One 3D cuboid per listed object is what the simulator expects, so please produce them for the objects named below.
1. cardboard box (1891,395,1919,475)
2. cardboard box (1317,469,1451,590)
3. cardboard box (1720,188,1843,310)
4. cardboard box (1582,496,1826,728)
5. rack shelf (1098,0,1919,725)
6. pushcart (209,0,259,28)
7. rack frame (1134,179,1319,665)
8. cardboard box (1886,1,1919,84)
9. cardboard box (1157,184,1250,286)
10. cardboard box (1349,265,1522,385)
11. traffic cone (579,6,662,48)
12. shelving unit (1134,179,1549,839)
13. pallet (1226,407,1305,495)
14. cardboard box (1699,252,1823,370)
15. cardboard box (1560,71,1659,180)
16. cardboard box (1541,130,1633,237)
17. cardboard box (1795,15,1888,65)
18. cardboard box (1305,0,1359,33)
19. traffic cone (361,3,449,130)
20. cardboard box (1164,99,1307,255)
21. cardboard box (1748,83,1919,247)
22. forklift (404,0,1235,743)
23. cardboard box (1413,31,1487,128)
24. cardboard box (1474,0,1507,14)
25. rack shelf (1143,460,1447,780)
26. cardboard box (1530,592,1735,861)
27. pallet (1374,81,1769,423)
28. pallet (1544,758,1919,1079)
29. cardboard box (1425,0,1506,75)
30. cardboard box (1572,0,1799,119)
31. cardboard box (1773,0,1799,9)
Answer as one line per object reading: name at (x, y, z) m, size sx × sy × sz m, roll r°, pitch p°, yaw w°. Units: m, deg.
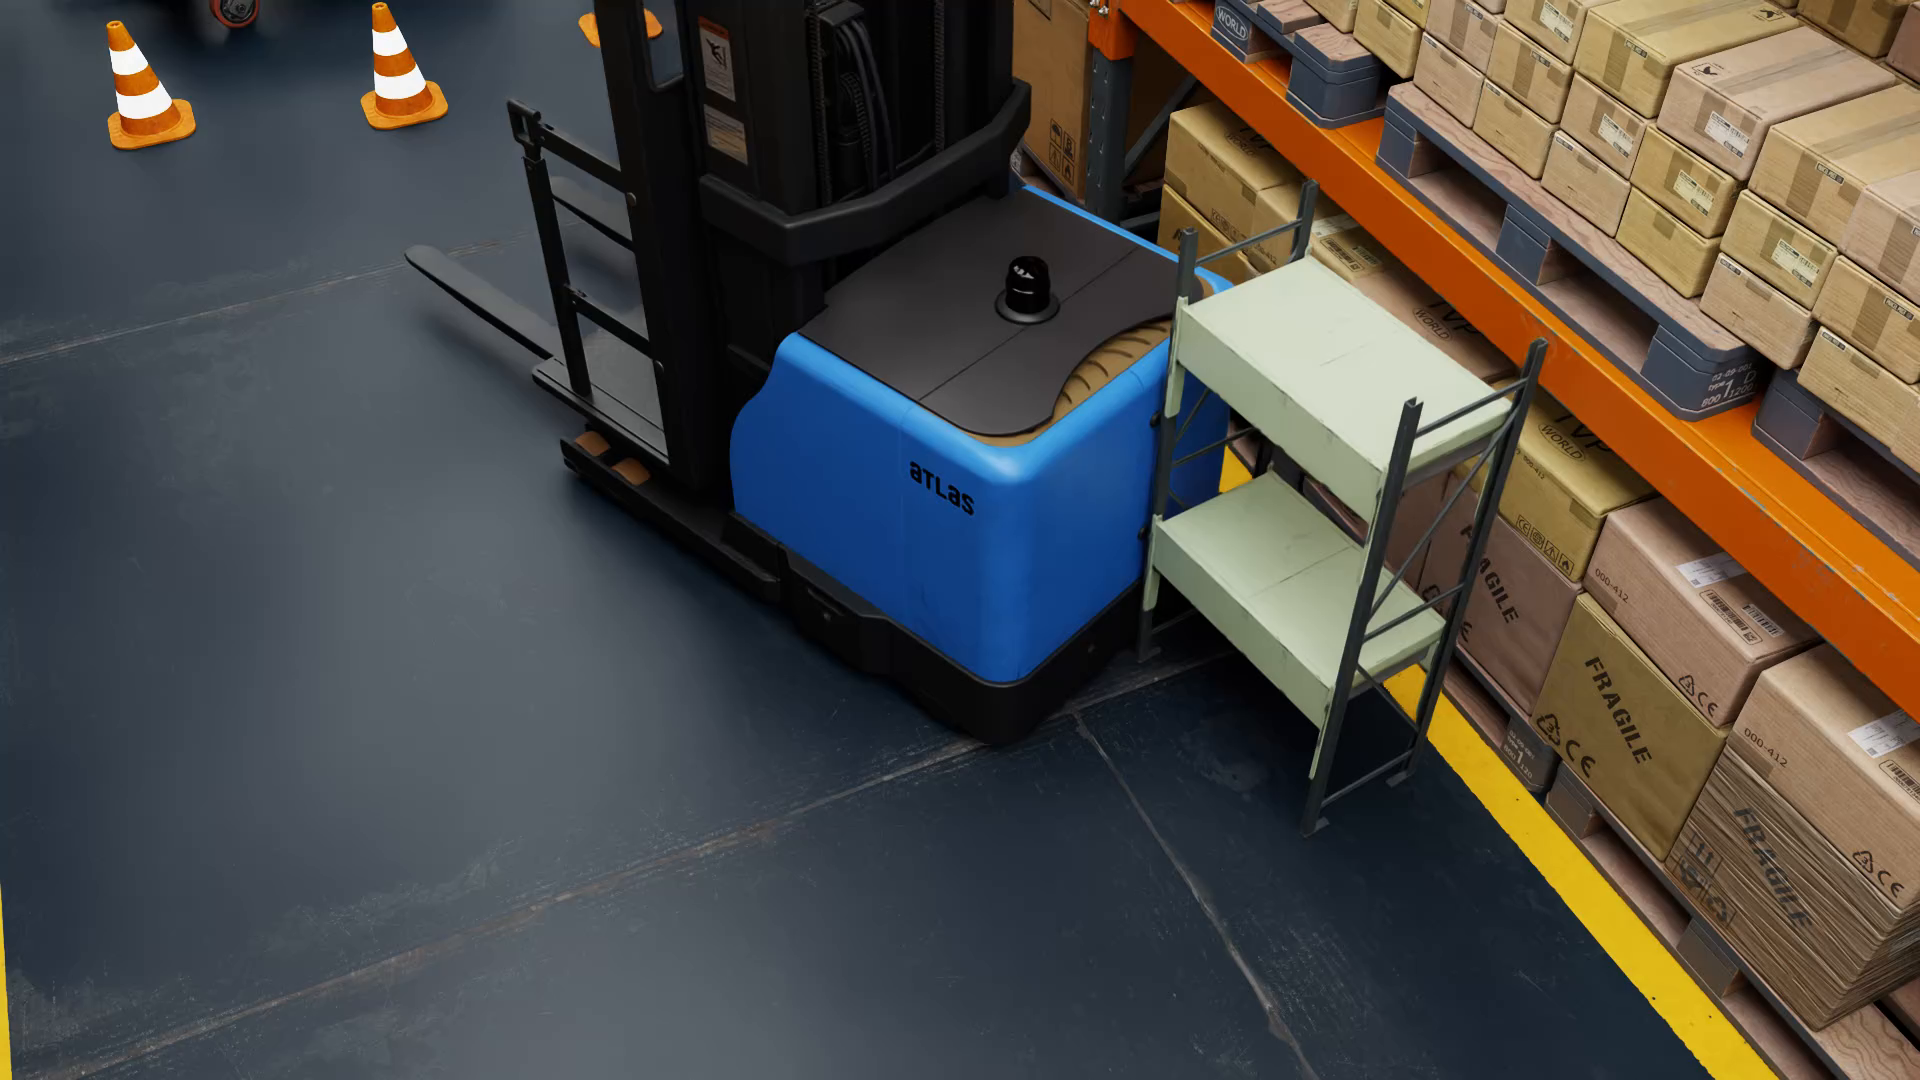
cardboard box at (2.050, -0.203, 3.200) m, size 0.380 × 0.149 × 0.250 m, roll -18°, pitch 47°, yaw -18°
cardboard box at (1.428, -0.261, 4.859) m, size 0.500 × 0.500 × 0.500 m, roll -19°, pitch 48°, yaw -18°
cardboard box at (1.822, -0.650, 3.441) m, size 0.380 × 0.149 × 0.250 m, roll -20°, pitch 48°, yaw -19°
cardboard box at (1.863, 0.119, 3.941) m, size 0.500 × 0.250 × 0.500 m, roll -16°, pitch 47°, yaw -16°
rack shelf at (1.769, -0.642, 4.277) m, size 1.077 × 0.370 × 4.000 m, roll -18°, pitch 47°, yaw -17°
pushcart at (-3.155, -2.967, 7.988) m, size 1.648 × 0.377 × 0.936 m, roll -35°, pitch 54°, yaw -30°
rack frame at (0.686, -0.251, 4.436) m, size 0.400 × 1.500 × 0.023 m, roll -24°, pitch 50°, yaw -23°
cardboard box at (2.317, -1.106, 3.691) m, size 0.380 × 0.149 × 0.250 m, roll -16°, pitch 47°, yaw -16°
cardboard box at (0.994, -0.906, 5.513) m, size 0.500 × 0.500 × 0.500 m, roll -20°, pitch 48°, yaw -19°
cardboard box at (1.408, -0.546, 4.614) m, size 0.500 × 0.250 × 0.500 m, roll -18°, pitch 47°, yaw -17°
traffic cone at (-1.560, -2.518, 7.472) m, size 0.336 × 0.463 × 0.334 m, roll -18°, pitch 47°, yaw -17°
shelving unit at (0.884, -0.034, 4.217) m, size 0.431 × 1.500 × 0.755 m, roll -24°, pitch 50°, yaw -23°
pallet at (1.255, -0.681, 5.790) m, size 1.003 × 0.211 × 1.213 m, roll -18°, pitch 47°, yaw -17°
cardboard box at (1.823, -0.538, 3.540) m, size 0.380 × 0.149 × 0.250 m, roll -20°, pitch 48°, yaw -19°
cardboard box at (1.609, -0.980, 3.775) m, size 0.380 × 0.149 × 0.250 m, roll -16°, pitch 47°, yaw -16°
cardboard box at (1.600, -0.877, 3.883) m, size 0.380 × 0.149 × 0.250 m, roll -19°, pitch 48°, yaw -19°
cardboard box at (2.202, -1.172, 3.970) m, size 0.380 × 0.149 × 0.250 m, roll -19°, pitch 48°, yaw -18°
cardboard box at (1.159, -1.545, 4.560) m, size 0.380 × 0.149 × 0.250 m, roll -16°, pitch 47°, yaw -15°
traffic cone at (-2.382, -2.026, 6.974) m, size 0.336 × 0.463 × 0.334 m, roll -18°, pitch 47°, yaw -17°
cardboard box at (0.998, -1.188, 5.265) m, size 0.500 × 0.250 × 0.500 m, roll -20°, pitch 48°, yaw -19°
cardboard box at (1.832, -0.754, 3.335) m, size 0.380 × 0.149 × 0.250 m, roll -19°, pitch 48°, yaw -19°
forklift at (-0.656, -1.386, 4.568) m, size 3.031 × 2.935 × 1.130 m, roll 32°, pitch 53°, yaw 28°
cardboard box at (1.388, -1.204, 4.215) m, size 0.380 × 0.149 × 0.250 m, roll -17°, pitch 47°, yaw -16°
cardboard box at (1.387, -1.424, 4.013) m, size 0.380 × 0.149 × 0.250 m, roll -16°, pitch 47°, yaw -16°
rack shelf at (0.884, 0.198, 4.446) m, size 0.431 × 0.370 × 0.720 m, roll -24°, pitch 50°, yaw -23°
cardboard box at (1.854, 0.393, 4.197) m, size 0.500 × 0.500 × 0.500 m, roll -19°, pitch 48°, yaw -18°
pallet at (1.797, -0.855, 4.117) m, size 1.003 × 0.211 × 1.213 m, roll -18°, pitch 47°, yaw -17°
pallet at (2.281, 0.874, 4.214) m, size 1.003 × 0.211 × 1.213 m, roll -18°, pitch 47°, yaw -17°
cardboard box at (1.390, -1.310, 4.110) m, size 0.380 × 0.149 × 0.250 m, roll -18°, pitch 47°, yaw -17°
cardboard box at (1.602, -1.095, 3.681) m, size 0.380 × 0.149 × 0.250 m, roll -19°, pitch 48°, yaw -18°
cardboard box at (2.091, -1.443, 4.033) m, size 0.380 × 0.149 × 0.250 m, roll -16°, pitch 47°, yaw -15°
